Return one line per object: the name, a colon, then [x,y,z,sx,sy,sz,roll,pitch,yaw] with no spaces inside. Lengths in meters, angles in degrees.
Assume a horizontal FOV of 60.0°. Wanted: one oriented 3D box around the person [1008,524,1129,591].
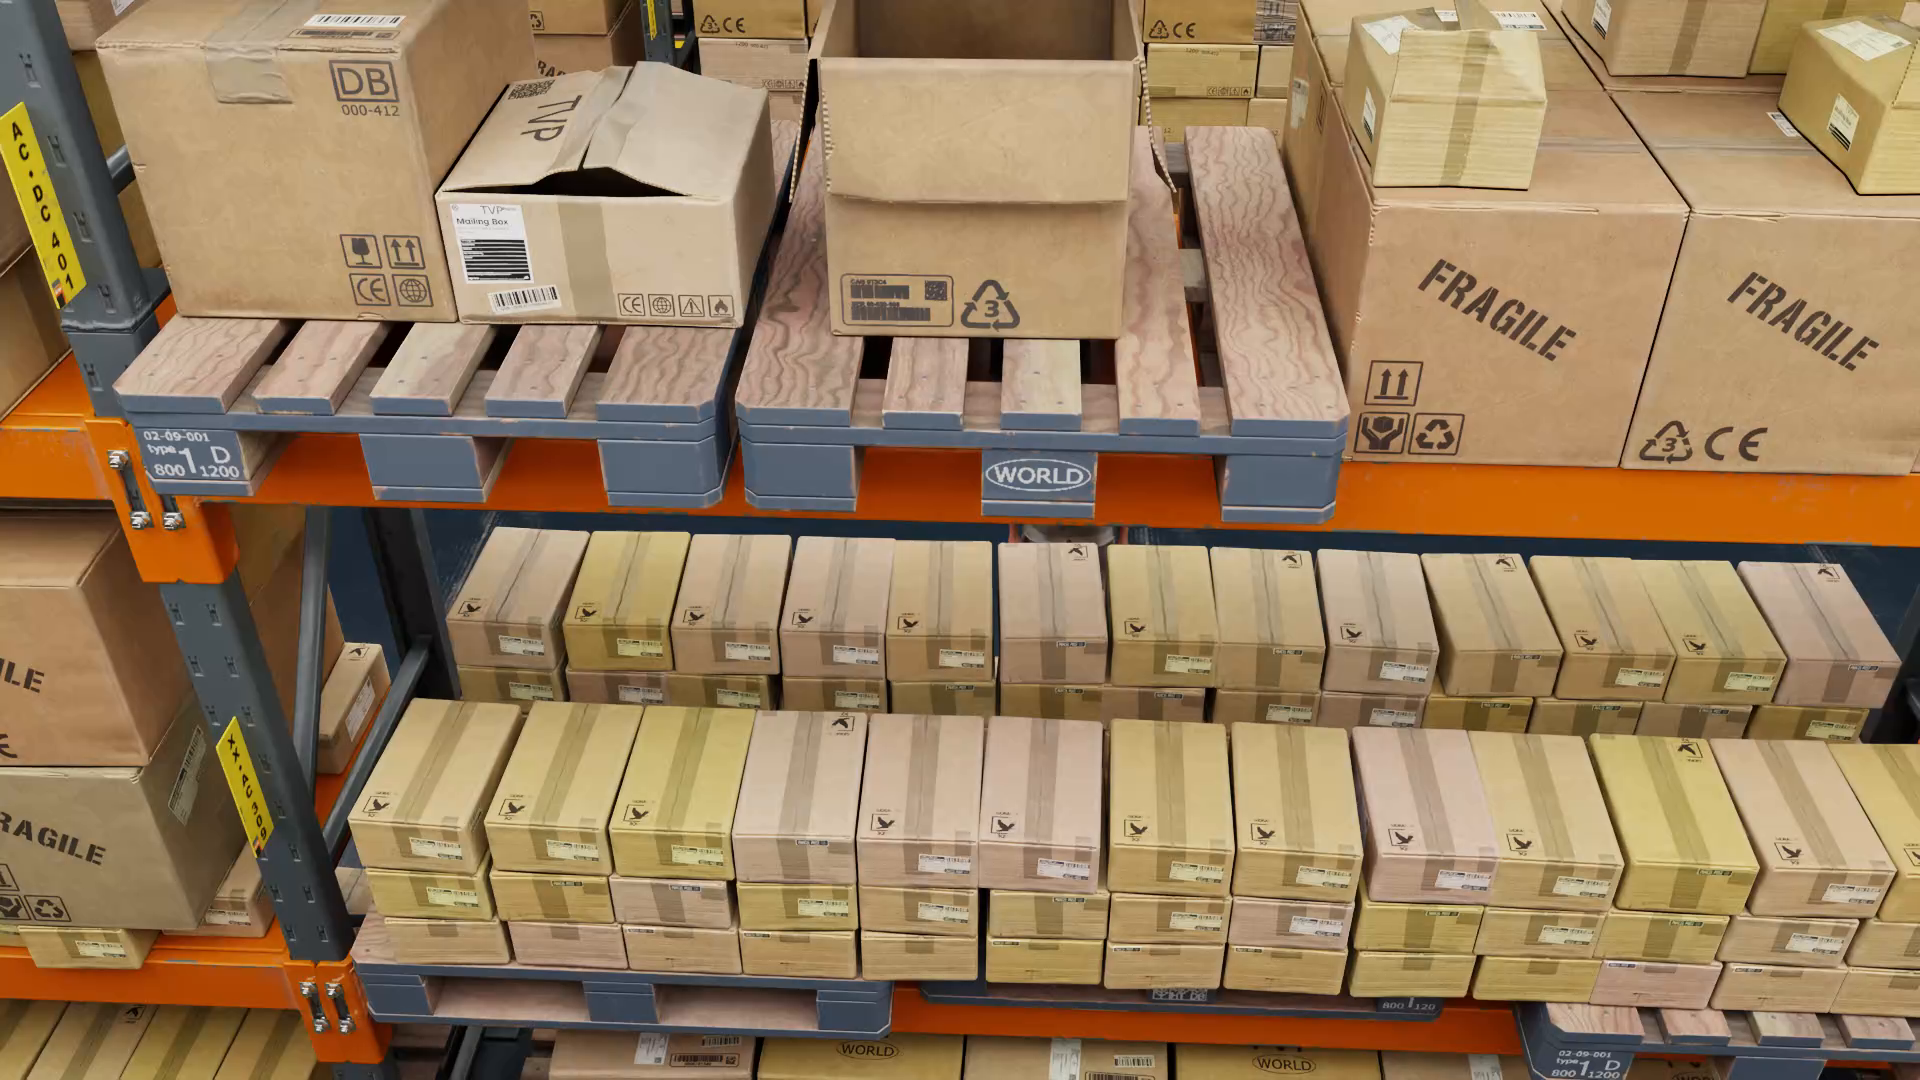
person: [0.404,-0.007,6.166,0.460,1.593,0.344,2,36,2]
